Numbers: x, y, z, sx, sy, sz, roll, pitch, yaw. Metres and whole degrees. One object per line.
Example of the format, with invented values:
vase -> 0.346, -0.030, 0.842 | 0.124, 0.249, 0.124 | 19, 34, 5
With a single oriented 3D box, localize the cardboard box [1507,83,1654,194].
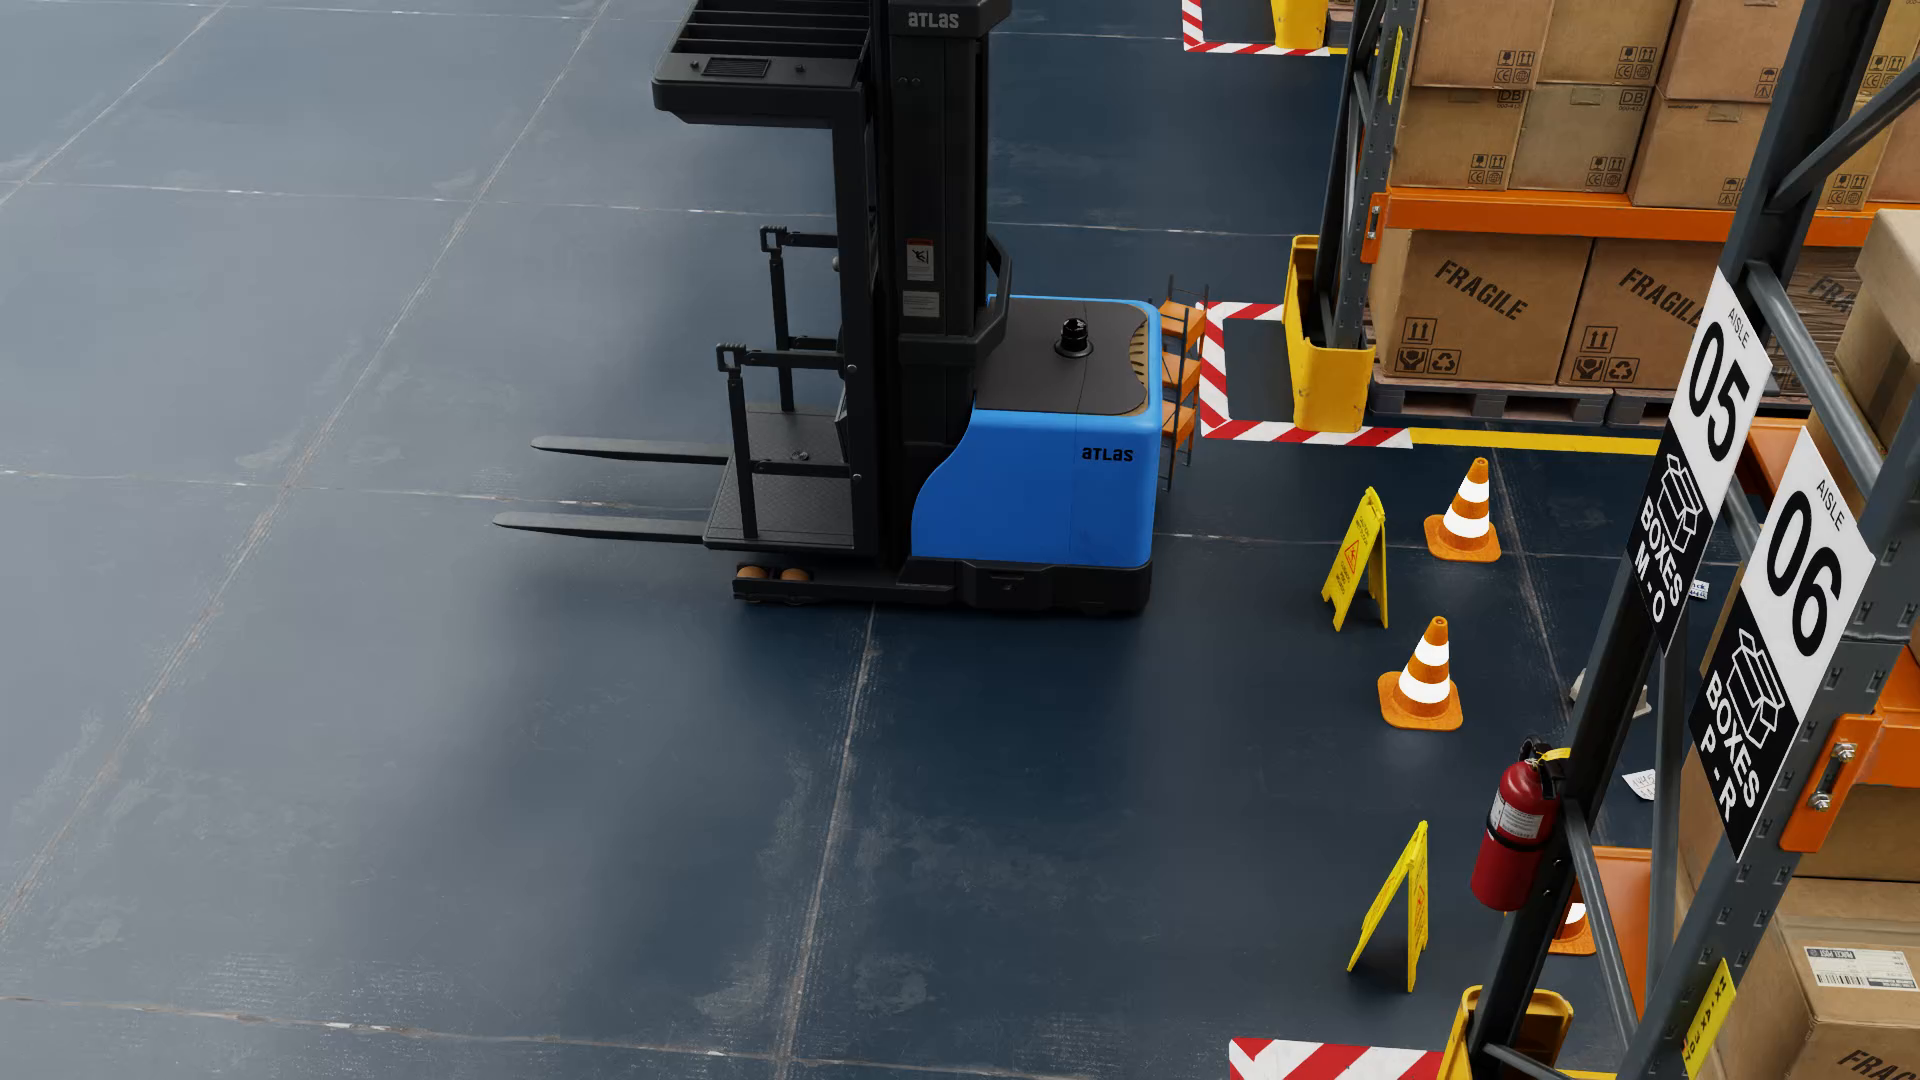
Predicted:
cardboard box -> 2.907, -2.138, 8.052 | 0.550, 0.550, 0.875 | 3, 39, 4

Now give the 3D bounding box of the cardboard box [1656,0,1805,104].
cardboard box -> 3.452, -2.432, 7.558 | 0.550, 0.550, 0.875 | 3, 39, 4

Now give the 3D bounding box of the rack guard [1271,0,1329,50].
rack guard -> 2.588, -4.228, 12.719 | 0.348, 0.500, 1.175 | 3, 39, 4

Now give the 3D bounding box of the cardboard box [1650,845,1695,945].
cardboard box -> 2.048, 1.014, 4.497 | 0.250, 0.149, 0.380 | 4, 39, 5

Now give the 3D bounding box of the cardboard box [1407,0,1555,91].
cardboard box -> 2.350, -2.520, 7.666 | 0.550, 0.550, 0.875 | 3, 39, 4

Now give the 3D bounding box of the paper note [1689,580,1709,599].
paper note -> 3.358, 0.216, 7.633 | 0.142, 0.017, 0.144 | 16, 42, 19

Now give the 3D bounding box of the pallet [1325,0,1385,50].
pallet -> 3.394, -4.049, 12.728 | 1.213, 0.211, 1.003 | 3, 39, 4

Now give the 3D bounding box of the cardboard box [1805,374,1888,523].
cardboard box -> 2.037, -0.191, 3.602 | 0.250, 0.149, 0.380 | 3, 39, 4

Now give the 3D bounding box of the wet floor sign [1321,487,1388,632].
wet floor sign -> 1.784, 0.069, 7.324 | 0.232, 0.644, 0.267 | -3, 39, -4

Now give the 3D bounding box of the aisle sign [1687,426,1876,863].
aisle sign -> 1.569, 0.215, 3.221 | 0.004, 0.787, 0.394 | 3, 39, 4

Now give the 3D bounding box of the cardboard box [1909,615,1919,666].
cardboard box -> 1.960, 0.188, 3.137 | 0.250, 0.149, 0.380 | 3, 39, 4

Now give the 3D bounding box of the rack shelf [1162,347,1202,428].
rack shelf -> 1.012, -0.734, 8.007 | 0.215, 0.259, 0.240 | 19, 43, 22

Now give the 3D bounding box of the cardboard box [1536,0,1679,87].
cardboard box -> 2.906, -2.548, 7.700 | 0.550, 0.550, 0.875 | 3, 39, 4

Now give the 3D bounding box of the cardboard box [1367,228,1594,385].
cardboard box -> 2.665, -1.431, 8.653 | 0.875, 0.875, 0.875 | 3, 39, 4

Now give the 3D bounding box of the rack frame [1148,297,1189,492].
rack frame -> 0.952, -0.674, 7.917 | 0.200, 1.050, 0.008 | 19, 43, 22

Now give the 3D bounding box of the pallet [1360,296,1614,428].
pallet -> 2.787, -1.012, 8.996 | 1.213, 0.211, 1.003 | 3, 39, 4

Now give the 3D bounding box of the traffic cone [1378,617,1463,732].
traffic cone -> 1.954, 0.511, 6.927 | 0.334, 0.463, 0.336 | 3, 39, 4

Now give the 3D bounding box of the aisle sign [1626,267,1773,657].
aisle sign -> 1.620, -0.163, 3.685 | 0.004, 0.787, 0.394 | 3, 39, 4

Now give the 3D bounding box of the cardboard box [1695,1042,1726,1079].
cardboard box -> 1.978, 1.277, 4.174 | 0.250, 0.149, 0.380 | 3, 39, 4

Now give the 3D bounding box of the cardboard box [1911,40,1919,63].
cardboard box -> 4.520, -2.461, 7.594 | 0.550, 0.550, 0.875 | 3, 39, 4

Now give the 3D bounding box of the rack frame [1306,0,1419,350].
rack frame -> 1.984, -2.087, 8.109 | 0.127, 3.000, 1.000 | 3, 39, 4

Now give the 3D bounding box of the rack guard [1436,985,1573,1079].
rack guard -> 1.733, 2.005, 5.061 | 0.348, 0.500, 1.175 | 3, 39, 4

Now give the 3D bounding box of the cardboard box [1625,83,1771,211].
cardboard box -> 3.454, -2.028, 7.917 | 0.550, 0.550, 0.875 | 3, 39, 4

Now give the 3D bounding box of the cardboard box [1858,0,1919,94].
cardboard box -> 3.991, -2.485, 7.623 | 0.500, 0.550, 0.875 | 3, 39, 4

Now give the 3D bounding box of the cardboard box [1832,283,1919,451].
cardboard box -> 2.190, -0.331, 3.458 | 0.500, 0.250, 0.500 | 3, 39, 3

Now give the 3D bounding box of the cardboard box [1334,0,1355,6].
cardboard box -> 3.133, -4.350, 12.536 | 0.500, 0.500, 0.500 | 10, 40, 12

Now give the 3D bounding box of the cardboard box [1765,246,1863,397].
cardboard box -> 4.450, -1.333, 8.533 | 0.875, 0.875, 0.875 | 3, 39, 4

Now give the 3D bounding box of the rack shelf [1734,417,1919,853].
rack shelf -> 3.650, 0.256, 3.424 | 4.000, 0.370, 1.077 | 3, 39, 4

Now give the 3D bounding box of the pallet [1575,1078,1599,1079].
pallet -> 2.539, 2.183, 5.071 | 1.213, 0.211, 1.003 | 3, 39, 4

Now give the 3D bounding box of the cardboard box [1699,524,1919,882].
cardboard box -> 2.185, 0.380, 3.971 | 0.500, 0.500, 0.700 | 2, 39, 3

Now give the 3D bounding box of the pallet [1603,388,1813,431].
pallet -> 3.999, -0.944, 8.913 | 1.213, 0.211, 1.003 | 3, 39, 4

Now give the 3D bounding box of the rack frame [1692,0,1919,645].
rack frame -> 1.657, -1.295, 2.384 | 0.127, 3.000, 1.000 | 3, 39, 4

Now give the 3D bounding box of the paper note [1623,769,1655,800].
paper note -> 2.771, 0.982, 6.689 | 0.142, 0.019, 0.148 | -10, 40, -12

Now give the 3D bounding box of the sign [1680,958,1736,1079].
sign -> 1.611, 1.037, 3.585 | 0.005, 0.325, 0.100 | 3, 39, 4

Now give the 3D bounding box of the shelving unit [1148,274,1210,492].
shelving unit -> 1.012, -0.742, 8.000 | 0.215, 1.050, 0.252 | 19, 43, 22

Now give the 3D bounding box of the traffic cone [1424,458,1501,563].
traffic cone -> 2.390, -0.182, 7.777 | 0.334, 0.463, 0.336 | 3, 39, 4

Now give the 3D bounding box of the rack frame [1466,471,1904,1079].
rack frame -> 1.657, 1.031, 4.277 | 0.127, 3.000, 1.000 | 3, 39, 4

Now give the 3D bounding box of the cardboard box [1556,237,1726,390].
cardboard box -> 3.542, -1.384, 8.596 | 0.875, 0.875, 0.875 | 3, 39, 3

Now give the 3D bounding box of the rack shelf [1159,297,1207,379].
rack shelf -> 1.012, -0.954, 7.828 | 0.215, 0.259, 0.240 | 19, 43, 22

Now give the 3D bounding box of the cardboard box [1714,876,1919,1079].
cardboard box -> 2.105, 1.077, 3.906 | 0.500, 0.500, 0.500 | 3, 39, 3

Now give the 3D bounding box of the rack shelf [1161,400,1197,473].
rack shelf -> 1.012, -0.518, 8.182 | 0.215, 0.259, 0.240 | 19, 43, 22

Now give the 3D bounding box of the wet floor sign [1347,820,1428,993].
wet floor sign -> 1.560, 1.261, 5.860 | 0.232, 0.644, 0.267 | 16, 42, 19

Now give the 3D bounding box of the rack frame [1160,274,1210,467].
rack frame -> 1.071, -0.809, 8.083 | 0.200, 1.050, 0.008 | 19, 43, 22

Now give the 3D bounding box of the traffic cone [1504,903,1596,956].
traffic cone -> 2.197, 1.227, 6.046 | 0.334, 0.463, 0.336 | 3, 39, 4

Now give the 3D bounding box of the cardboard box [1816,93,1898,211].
cardboard box -> 3.986, -2.025, 7.914 | 0.500, 0.550, 0.875 | 3, 39, 4

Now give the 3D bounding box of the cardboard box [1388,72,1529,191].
cardboard box -> 2.357, -2.154, 8.072 | 0.550, 0.550, 0.875 | 3, 39, 4

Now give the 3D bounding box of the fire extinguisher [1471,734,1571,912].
fire extinguisher -> 1.583, 0.765, 4.666 | 0.183, 0.674, 0.296 | 3, 39, 4

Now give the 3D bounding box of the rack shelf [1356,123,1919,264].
rack shelf -> 3.976, -1.700, 8.202 | 4.000, 0.370, 1.077 | 3, 39, 4

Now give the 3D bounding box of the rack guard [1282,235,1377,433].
rack guard -> 1.960, -1.119, 8.900 | 0.348, 0.500, 1.175 | 3, 39, 4

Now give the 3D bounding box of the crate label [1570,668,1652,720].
crate label -> 2.743, 0.641, 7.025 | 0.298, 0.136, 0.250 | -16, 42, -19

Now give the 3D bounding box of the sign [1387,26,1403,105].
sign -> 1.930, -2.105, 7.382 | 0.005, 0.325, 0.100 | 3, 39, 4

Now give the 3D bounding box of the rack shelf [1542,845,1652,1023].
rack shelf -> 3.650, 1.419, 4.371 | 4.000, 0.370, 1.077 | 3, 39, 4

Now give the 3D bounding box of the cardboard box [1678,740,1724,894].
cardboard box -> 2.222, 0.733, 4.329 | 0.500, 0.500, 0.500 | 2, 39, 3

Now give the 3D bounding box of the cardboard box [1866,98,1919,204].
cardboard box -> 4.522, -2.060, 7.956 | 0.550, 0.550, 0.875 | 3, 39, 4

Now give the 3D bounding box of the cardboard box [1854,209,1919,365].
cardboard box -> 2.020, -0.511, 3.364 | 0.250, 0.149, 0.380 | 3, 39, 4

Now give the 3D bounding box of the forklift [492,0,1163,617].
forklift -> -0.621, -1.171, 7.037 | 3.031, 2.935, 1.130 | 3, 39, 4
